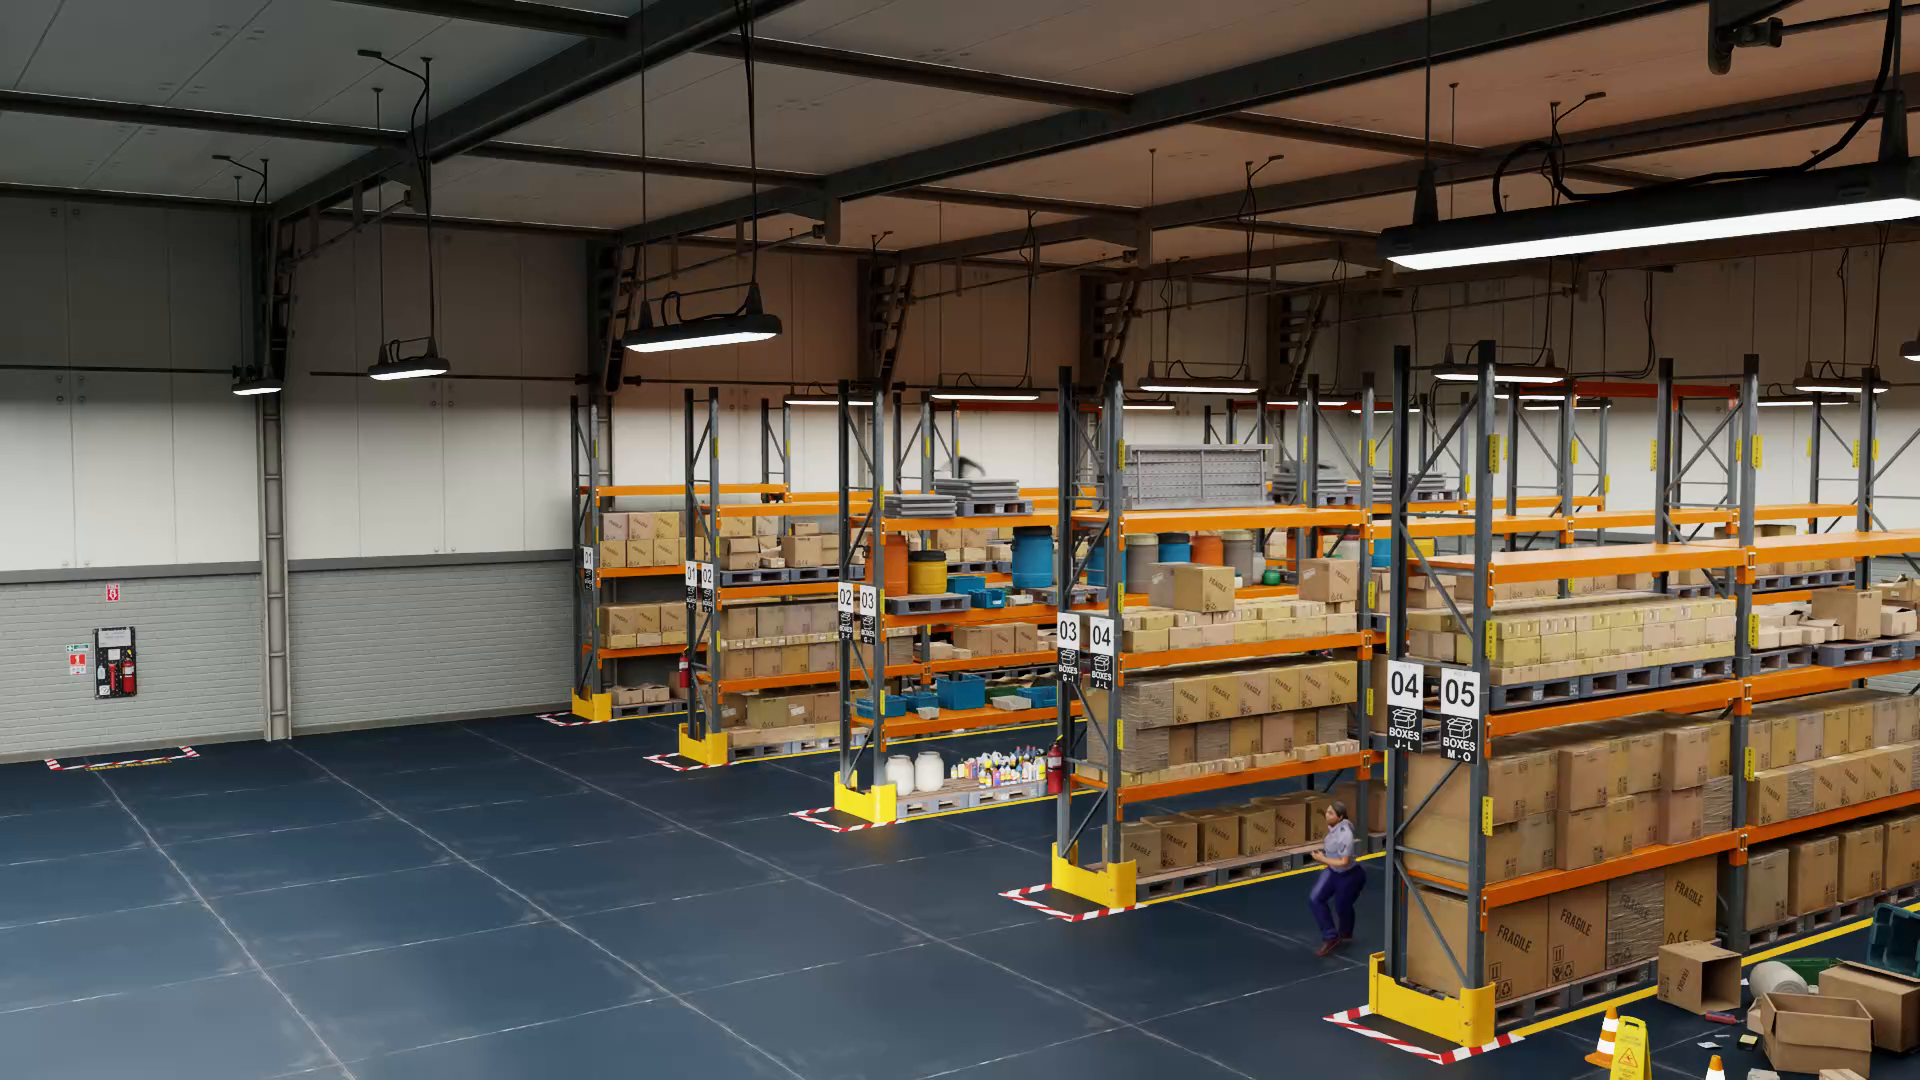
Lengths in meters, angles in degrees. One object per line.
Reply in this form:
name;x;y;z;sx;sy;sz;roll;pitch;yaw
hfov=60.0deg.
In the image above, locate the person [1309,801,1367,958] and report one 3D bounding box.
person;3.803;3.380;16.675;0.673;1.578;0.744;-1;4;-22
